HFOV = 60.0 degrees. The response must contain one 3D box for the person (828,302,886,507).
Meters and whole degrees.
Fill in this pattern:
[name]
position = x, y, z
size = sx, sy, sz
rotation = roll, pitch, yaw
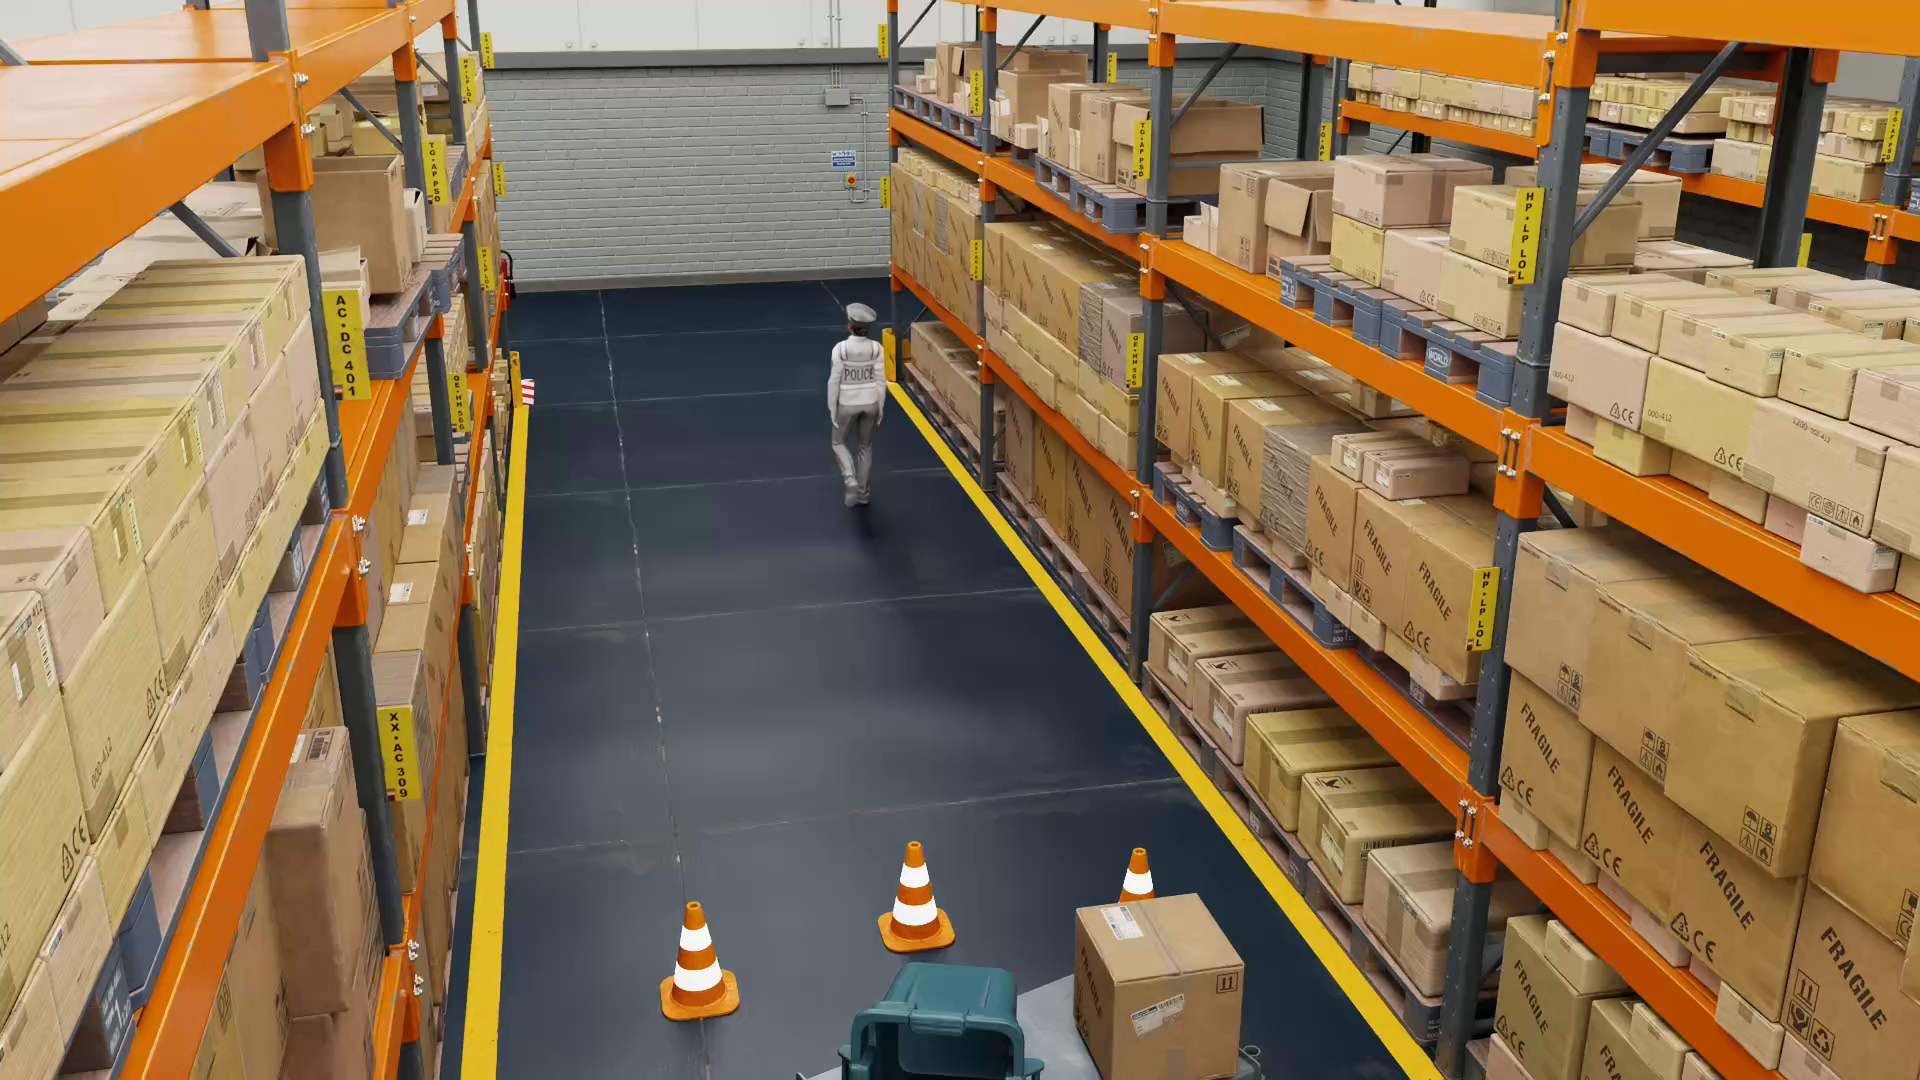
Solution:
[person]
position = -0.834, -1.081, 13.476
size = 0.485, 1.679, 0.524
rotation = -5, 20, -15
